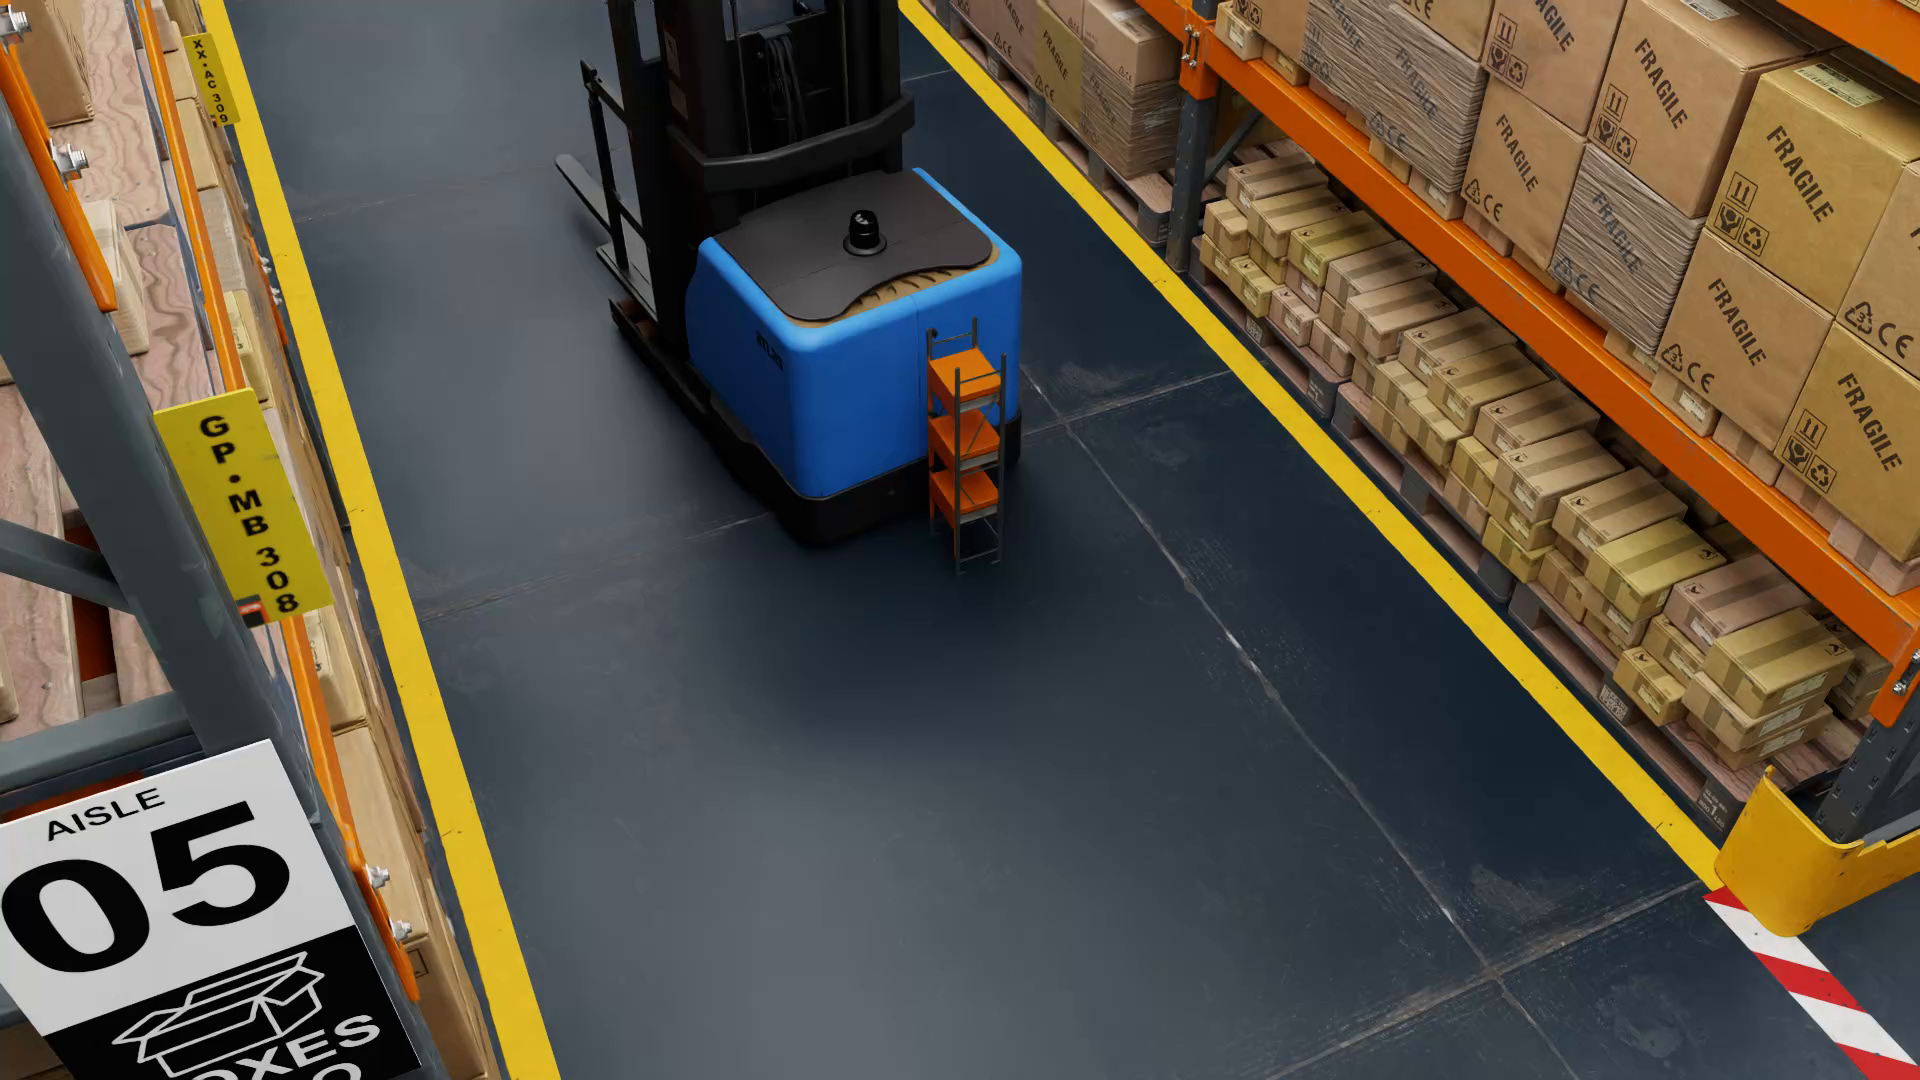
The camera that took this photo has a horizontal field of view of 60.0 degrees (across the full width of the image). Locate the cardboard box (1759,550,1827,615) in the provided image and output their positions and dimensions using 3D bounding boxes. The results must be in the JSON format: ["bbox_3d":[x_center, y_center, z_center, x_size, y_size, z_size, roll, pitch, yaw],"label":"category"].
[{"bbox_3d":[3.025,0.092,5.828,0.380,0.149,0.250,-17,47,-17],"label":"cardboard box"}]

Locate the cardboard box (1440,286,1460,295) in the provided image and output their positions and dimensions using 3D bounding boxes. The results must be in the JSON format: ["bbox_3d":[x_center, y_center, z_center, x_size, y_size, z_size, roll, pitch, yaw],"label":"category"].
[{"bbox_3d":[2.171,-1.147,7.295,0.380,0.149,0.250,-18,47,-17],"label":"cardboard box"}]

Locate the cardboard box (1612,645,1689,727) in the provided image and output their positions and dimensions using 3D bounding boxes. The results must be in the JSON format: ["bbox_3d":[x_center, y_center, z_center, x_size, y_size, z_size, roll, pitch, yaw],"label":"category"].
[{"bbox_3d":[2.551,0.470,5.868,0.380,0.149,0.250,-17,47,-16],"label":"cardboard box"}]

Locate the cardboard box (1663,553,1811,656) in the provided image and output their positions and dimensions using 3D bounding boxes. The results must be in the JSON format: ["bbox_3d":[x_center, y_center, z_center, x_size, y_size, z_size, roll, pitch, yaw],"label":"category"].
[{"bbox_3d":[2.656,0.227,5.692,0.380,0.149,0.250,-17,47,-17],"label":"cardboard box"}]

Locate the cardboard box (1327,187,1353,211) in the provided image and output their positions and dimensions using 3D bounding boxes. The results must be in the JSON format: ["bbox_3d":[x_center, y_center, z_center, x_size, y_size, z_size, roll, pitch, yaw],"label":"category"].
[{"bbox_3d":[1.901,-1.670,7.826,0.380,0.149,0.250,-17,47,-17],"label":"cardboard box"}]

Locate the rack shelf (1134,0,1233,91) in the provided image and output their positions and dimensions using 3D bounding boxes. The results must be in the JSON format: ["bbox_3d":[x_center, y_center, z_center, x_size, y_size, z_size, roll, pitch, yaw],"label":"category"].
[{"bbox_3d":[0.639,-3.554,8.729,1.077,0.370,4.000,-18,47,-17],"label":"rack shelf"}]

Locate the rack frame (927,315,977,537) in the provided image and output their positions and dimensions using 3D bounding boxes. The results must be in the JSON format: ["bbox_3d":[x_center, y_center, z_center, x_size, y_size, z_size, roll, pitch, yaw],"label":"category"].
[{"bbox_3d":[-0.029,-0.417,6.425,0.200,1.050,0.008,-18,47,-17],"label":"rack frame"}]

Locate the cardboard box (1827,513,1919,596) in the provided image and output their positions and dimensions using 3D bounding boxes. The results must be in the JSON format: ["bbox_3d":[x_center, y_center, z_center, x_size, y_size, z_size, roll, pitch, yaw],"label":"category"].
[{"bbox_3d":[2.768,-0.022,4.815,0.380,0.149,0.250,-18,47,-17],"label":"cardboard box"}]

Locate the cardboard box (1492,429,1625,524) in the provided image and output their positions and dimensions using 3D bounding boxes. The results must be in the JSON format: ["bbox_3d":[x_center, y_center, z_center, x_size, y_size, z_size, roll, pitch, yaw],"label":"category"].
[{"bbox_3d":[2.217,-0.239,6.164,0.380,0.149,0.250,-16,47,-16],"label":"cardboard box"}]

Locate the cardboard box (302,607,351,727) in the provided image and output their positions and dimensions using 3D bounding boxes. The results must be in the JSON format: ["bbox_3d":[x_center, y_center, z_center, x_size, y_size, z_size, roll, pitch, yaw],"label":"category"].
[{"bbox_3d":[-1.365,0.263,3.103,0.380,0.149,0.250,-17,47,-16],"label":"cardboard box"}]

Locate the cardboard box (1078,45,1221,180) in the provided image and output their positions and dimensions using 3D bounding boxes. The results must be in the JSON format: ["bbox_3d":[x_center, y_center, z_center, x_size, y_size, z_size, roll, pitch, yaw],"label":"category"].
[{"bbox_3d":[0.940,-2.193,8.318,0.500,0.500,0.500,-19,48,-18],"label":"cardboard box"}]

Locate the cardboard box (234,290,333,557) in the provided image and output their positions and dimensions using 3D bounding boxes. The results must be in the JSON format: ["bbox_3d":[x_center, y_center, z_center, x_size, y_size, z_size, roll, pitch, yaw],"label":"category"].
[{"bbox_3d":[-1.888,-0.213,4.047,0.500,0.500,0.500,-18,47,-17],"label":"cardboard box"}]

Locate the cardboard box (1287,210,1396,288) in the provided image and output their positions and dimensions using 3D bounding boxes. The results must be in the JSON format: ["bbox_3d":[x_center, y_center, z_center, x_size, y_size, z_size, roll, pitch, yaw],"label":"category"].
[{"bbox_3d":[1.650,-1.262,7.201,0.380,0.149,0.250,-19,48,-18],"label":"cardboard box"}]

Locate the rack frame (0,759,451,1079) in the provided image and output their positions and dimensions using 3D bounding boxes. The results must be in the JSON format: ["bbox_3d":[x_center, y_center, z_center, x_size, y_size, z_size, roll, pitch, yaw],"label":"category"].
[{"bbox_3d":[-1.287,1.539,3.054,1.000,3.000,0.127,-18,47,-17],"label":"rack frame"}]

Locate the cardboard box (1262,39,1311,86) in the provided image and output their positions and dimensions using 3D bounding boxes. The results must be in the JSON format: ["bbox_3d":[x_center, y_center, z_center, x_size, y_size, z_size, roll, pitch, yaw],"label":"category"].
[{"bbox_3d":[1.478,-2.027,6.847,0.380,0.149,0.250,-17,47,-16],"label":"cardboard box"}]

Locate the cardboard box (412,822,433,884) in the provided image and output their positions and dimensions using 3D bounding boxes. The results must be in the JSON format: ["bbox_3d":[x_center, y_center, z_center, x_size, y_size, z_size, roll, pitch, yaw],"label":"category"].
[{"bbox_3d":[-1.466,0.799,3.734,0.500,0.500,0.500,-19,48,-18],"label":"cardboard box"}]

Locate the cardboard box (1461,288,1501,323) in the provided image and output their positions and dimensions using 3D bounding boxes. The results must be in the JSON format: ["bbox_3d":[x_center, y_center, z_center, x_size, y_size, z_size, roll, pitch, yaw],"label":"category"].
[{"bbox_3d":[2.356,-1.091,7.028,0.380,0.149,0.250,-20,48,-19],"label":"cardboard box"}]

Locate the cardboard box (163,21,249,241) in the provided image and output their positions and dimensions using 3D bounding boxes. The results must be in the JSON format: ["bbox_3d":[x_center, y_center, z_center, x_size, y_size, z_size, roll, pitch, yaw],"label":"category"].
[{"bbox_3d":[-2.520,-1.182,5.029,0.500,0.500,0.500,-18,48,-18],"label":"cardboard box"}]

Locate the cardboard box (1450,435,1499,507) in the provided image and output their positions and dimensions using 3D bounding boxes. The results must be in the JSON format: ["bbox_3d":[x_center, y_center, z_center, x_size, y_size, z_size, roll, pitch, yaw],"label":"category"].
[{"bbox_3d":[2.140,-0.305,6.443,0.380,0.149,0.250,-16,47,-15],"label":"cardboard box"}]

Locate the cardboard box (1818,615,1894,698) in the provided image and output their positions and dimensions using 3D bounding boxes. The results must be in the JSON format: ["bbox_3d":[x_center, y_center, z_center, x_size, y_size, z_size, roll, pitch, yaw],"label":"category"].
[{"bbox_3d":[3.174,0.363,5.766,0.380,0.149,0.250,-16,47,-16],"label":"cardboard box"}]

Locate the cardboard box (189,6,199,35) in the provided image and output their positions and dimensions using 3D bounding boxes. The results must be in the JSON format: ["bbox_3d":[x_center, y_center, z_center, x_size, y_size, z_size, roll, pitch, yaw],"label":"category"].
[{"bbox_3d":[-3.334,-1.975,6.723,0.500,0.250,0.500,-18,48,-18],"label":"cardboard box"}]

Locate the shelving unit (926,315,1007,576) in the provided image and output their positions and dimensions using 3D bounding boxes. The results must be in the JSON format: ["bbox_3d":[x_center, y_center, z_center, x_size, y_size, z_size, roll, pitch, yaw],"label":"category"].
[{"bbox_3d":[0.022,-0.340,6.347,0.215,1.050,0.252,-18,47,-17],"label":"shelving unit"}]

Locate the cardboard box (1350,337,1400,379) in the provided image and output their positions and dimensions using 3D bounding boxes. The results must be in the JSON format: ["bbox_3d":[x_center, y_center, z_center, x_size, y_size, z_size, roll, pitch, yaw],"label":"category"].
[{"bbox_3d":[1.870,-0.817,6.961,0.380,0.149,0.250,-16,47,-16],"label":"cardboard box"}]

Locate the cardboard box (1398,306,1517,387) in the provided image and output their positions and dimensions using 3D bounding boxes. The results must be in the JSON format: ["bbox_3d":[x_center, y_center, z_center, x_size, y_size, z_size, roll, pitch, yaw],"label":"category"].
[{"bbox_3d":[2.003,-0.767,6.699,0.380,0.149,0.250,-20,48,-19],"label":"cardboard box"}]

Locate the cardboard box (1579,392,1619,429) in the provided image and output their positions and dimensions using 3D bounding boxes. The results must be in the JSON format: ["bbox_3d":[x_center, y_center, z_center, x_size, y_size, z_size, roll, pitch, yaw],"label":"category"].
[{"bbox_3d":[2.678,-0.601,6.530,0.380,0.149,0.250,-17,47,-17],"label":"cardboard box"}]

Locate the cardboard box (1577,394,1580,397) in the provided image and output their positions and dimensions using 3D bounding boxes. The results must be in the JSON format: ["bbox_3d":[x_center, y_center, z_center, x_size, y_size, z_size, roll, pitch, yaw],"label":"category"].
[{"bbox_3d":[2.464,-0.631,6.772,0.380,0.149,0.250,-16,47,-16],"label":"cardboard box"}]

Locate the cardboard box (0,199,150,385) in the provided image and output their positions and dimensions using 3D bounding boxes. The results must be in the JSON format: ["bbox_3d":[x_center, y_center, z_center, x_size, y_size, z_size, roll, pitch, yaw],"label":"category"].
[{"bbox_3d":[-1.536,-0.385,2.678,0.380,0.149,0.250,-16,47,-16],"label":"cardboard box"}]

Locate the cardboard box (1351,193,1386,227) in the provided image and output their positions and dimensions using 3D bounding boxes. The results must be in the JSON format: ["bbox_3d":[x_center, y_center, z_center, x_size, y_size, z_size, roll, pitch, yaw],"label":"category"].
[{"bbox_3d":[2.009,-1.582,7.524,0.380,0.149,0.250,-17,47,-17],"label":"cardboard box"}]

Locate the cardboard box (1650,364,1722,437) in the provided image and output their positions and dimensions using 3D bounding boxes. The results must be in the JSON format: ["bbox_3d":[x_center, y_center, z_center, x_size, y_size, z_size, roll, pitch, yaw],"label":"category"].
[{"bbox_3d":[2.450,-0.503,5.303,0.380,0.149,0.250,-17,47,-16],"label":"cardboard box"}]

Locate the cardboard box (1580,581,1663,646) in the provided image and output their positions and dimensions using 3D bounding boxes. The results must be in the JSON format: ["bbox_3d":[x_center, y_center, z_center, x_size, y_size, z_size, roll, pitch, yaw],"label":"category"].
[{"bbox_3d":[2.461,0.190,5.941,0.380,0.149,0.250,-20,48,-19],"label":"cardboard box"}]

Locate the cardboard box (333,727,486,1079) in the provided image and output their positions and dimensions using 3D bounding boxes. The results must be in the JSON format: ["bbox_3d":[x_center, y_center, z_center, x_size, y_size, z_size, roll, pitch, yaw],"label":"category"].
[{"bbox_3d":[-1.230,0.758,3.063,0.500,0.500,0.500,-19,48,-18],"label":"cardboard box"}]

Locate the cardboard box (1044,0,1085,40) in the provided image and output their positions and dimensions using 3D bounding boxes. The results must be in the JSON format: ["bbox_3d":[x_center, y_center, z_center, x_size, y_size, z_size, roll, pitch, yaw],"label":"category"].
[{"bbox_3d":[0.733,-2.794,8.393,0.500,0.250,0.500,-16,47,-16],"label":"cardboard box"}]

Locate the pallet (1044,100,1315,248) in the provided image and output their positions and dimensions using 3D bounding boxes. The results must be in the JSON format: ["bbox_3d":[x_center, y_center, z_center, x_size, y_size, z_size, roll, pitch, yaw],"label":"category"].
[{"bbox_3d":[1.151,-2.039,8.666,1.003,0.211,1.213,-18,47,-17],"label":"pallet"}]

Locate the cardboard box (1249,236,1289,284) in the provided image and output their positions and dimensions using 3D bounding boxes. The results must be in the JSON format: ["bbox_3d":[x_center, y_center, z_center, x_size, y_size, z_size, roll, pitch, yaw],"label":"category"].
[{"bbox_3d":[1.530,-1.316,7.467,0.380,0.149,0.250,-18,47,-17],"label":"cardboard box"}]

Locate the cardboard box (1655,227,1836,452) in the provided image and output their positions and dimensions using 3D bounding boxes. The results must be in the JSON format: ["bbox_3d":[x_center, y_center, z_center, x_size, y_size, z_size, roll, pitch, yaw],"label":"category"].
[{"bbox_3d":[2.527,-0.669,5.009,0.500,0.500,0.500,-19,48,-18],"label":"cardboard box"}]

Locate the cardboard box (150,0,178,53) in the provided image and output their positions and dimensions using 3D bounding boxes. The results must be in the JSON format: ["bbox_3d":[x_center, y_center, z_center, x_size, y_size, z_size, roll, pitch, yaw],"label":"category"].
[{"bbox_3d":[-2.551,-1.530,4.920,0.380,0.149,0.250,-19,48,-18],"label":"cardboard box"}]

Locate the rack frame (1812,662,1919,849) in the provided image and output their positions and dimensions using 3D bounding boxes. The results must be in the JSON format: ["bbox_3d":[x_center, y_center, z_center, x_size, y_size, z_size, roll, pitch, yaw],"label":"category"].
[{"bbox_3d":[3.162,0.013,4.601,1.000,3.000,0.127,-18,47,-17],"label":"rack frame"}]

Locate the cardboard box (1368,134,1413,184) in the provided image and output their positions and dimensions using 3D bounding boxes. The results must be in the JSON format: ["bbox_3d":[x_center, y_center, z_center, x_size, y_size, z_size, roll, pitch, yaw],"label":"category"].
[{"bbox_3d":[1.793,-1.517,6.331,0.380,0.149,0.250,-17,47,-17],"label":"cardboard box"}]

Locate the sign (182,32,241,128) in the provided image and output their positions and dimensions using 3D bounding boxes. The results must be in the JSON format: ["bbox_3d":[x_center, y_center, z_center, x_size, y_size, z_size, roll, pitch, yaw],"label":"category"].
[{"bbox_3d":[-2.466,-1.511,5.473,0.100,0.325,0.005,-18,47,-17],"label":"sign"}]

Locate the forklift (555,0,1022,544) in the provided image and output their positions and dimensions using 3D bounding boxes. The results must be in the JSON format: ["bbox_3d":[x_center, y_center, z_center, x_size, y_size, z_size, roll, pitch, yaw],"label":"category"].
[{"bbox_3d":[-0.956,-2.044,6.734,1.130,2.935,3.031,-24,49,-22],"label":"forklift"}]

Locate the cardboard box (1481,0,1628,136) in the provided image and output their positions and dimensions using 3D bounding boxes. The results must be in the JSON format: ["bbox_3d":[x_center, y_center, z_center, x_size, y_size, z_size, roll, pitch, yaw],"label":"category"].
[{"bbox_3d":[2.078,-1.690,5.333,0.500,0.500,0.500,-20,48,-19],"label":"cardboard box"}]

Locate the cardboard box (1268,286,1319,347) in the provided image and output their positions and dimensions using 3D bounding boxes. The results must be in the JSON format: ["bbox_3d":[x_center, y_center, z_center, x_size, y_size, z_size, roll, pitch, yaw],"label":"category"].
[{"bbox_3d":[1.605,-1.031,7.390,0.380,0.149,0.250,-18,47,-18],"label":"cardboard box"}]

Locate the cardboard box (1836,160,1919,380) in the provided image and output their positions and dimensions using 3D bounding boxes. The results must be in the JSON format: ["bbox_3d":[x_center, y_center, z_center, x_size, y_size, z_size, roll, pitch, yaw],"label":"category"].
[{"bbox_3d":[2.744,-0.703,4.332,0.500,0.500,0.500,-19,48,-18],"label":"cardboard box"}]

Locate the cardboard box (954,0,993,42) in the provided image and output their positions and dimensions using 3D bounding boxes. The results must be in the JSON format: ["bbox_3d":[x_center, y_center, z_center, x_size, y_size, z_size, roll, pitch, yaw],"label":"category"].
[{"bbox_3d":[0.299,-3.174,9.311,0.500,0.500,0.500,-19,48,-18],"label":"cardboard box"}]

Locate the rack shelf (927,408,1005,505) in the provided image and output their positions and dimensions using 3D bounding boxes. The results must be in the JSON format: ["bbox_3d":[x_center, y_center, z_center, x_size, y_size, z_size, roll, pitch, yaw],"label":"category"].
[{"bbox_3d":[0.022,-0.332,6.354,0.215,0.259,0.240,-18,47,-17],"label":"rack shelf"}]

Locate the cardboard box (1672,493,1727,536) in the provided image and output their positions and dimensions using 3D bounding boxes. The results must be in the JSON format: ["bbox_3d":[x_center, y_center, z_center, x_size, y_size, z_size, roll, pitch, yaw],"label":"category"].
[{"bbox_3d":[2.918,-0.154,6.289,0.380,0.149,0.250,-17,47,-16],"label":"cardboard box"}]

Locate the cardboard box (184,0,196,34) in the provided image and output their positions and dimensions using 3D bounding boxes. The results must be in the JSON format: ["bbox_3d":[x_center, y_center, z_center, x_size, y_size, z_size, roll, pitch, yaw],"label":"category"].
[{"bbox_3d":[-3.331,-2.151,6.546,0.500,0.250,0.500,-17,47,-17],"label":"cardboard box"}]

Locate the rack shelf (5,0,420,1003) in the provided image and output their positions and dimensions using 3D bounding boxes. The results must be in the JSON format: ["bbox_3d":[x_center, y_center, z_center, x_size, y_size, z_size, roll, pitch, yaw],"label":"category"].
[{"bbox_3d":[-2.128,-0.547,3.545,1.077,0.370,4.000,-18,47,-17],"label":"rack shelf"}]

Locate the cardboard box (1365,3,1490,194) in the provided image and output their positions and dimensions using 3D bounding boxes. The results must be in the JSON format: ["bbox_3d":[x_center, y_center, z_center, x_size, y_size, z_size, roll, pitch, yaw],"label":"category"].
[{"bbox_3d":[1.853,-1.643,5.996,0.500,0.500,0.500,-19,48,-18],"label":"cardboard box"}]

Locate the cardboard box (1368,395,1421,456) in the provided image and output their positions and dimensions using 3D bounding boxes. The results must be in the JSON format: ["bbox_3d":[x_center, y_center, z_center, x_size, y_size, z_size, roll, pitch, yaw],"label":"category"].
[{"bbox_3d":[1.924,-0.529,6.881,0.380,0.149,0.250,-19,48,-18],"label":"cardboard box"}]

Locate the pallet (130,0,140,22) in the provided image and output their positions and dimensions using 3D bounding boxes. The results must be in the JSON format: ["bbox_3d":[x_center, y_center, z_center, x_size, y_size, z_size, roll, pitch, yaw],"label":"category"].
[{"bbox_3d":[-2.634,-1.521,4.084,1.003,0.211,1.213,-18,47,-17],"label":"pallet"}]

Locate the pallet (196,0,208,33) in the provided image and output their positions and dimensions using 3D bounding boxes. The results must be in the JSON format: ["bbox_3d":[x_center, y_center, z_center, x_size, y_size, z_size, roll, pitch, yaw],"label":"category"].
[{"bbox_3d":[-4.978,-3.065,9.706,1.003,0.211,1.213,-18,47,-17],"label":"pallet"}]

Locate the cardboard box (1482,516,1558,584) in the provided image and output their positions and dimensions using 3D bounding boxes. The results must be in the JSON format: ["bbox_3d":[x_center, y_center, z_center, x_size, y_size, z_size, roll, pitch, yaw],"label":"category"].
[{"bbox_3d":[2.238,-0.021,6.366,0.380,0.149,0.250,-20,48,-19],"label":"cardboard box"}]

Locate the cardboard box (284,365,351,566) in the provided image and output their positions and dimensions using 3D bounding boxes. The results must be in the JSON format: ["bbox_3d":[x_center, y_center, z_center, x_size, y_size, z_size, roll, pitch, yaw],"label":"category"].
[{"bbox_3d":[-2.096,-0.183,4.729,0.500,0.500,0.500,-19,48,-18],"label":"cardboard box"}]

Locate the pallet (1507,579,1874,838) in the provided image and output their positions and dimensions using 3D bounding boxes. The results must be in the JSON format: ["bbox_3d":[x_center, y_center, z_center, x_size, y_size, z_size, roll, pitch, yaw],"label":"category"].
[{"bbox_3d":[2.820,0.429,6.165,1.003,0.211,1.213,-18,47,-17],"label":"pallet"}]

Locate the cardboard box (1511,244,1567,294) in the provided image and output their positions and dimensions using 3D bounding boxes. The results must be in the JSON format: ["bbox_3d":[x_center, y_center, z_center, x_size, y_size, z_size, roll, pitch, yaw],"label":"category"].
[{"bbox_3d":[2.180,-1.033,5.840,0.380,0.149,0.250,-17,47,-17],"label":"cardboard box"}]
